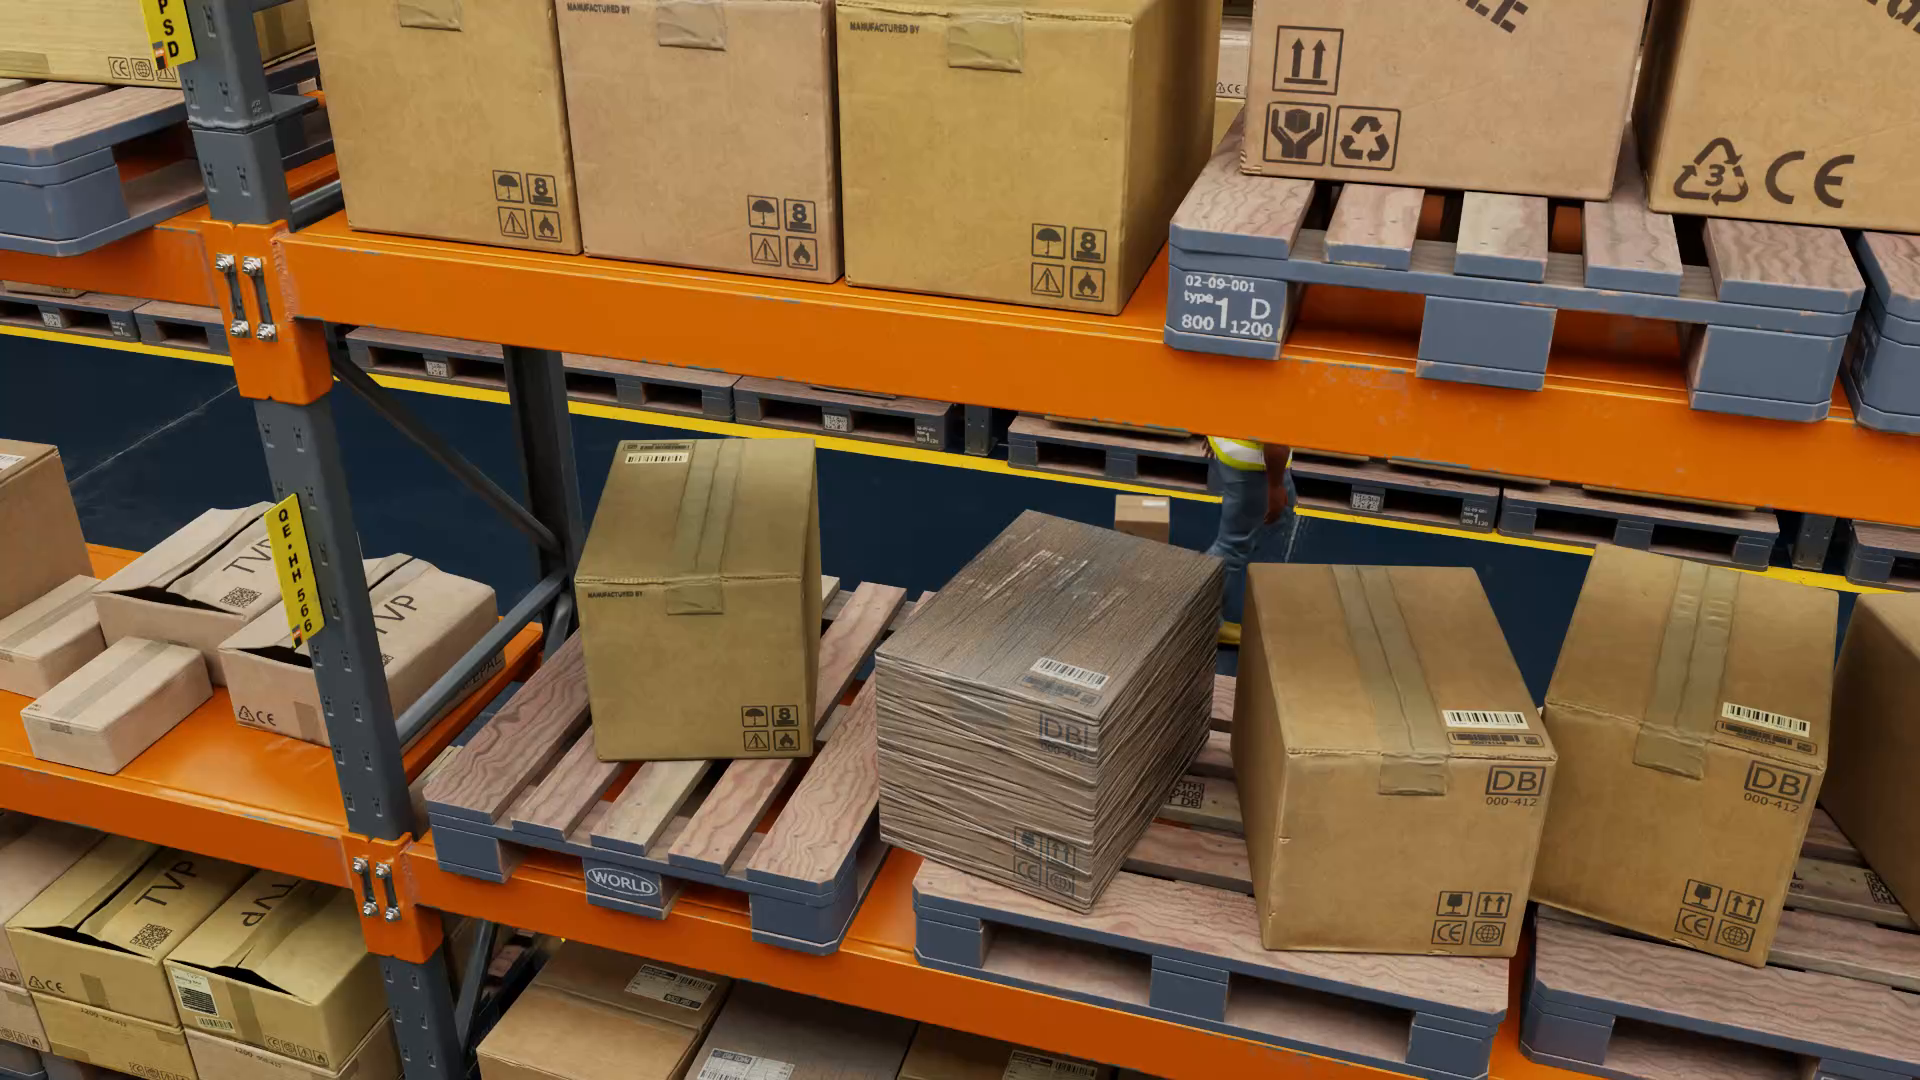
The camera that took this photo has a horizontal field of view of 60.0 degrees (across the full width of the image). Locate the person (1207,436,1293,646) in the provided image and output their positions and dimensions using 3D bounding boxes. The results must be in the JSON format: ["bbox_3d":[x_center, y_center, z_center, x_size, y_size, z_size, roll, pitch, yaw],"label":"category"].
[{"bbox_3d":[-6.044,2.383,0.313,16.029,3.171,13.035,-2,29,-4],"label":"person"}]
